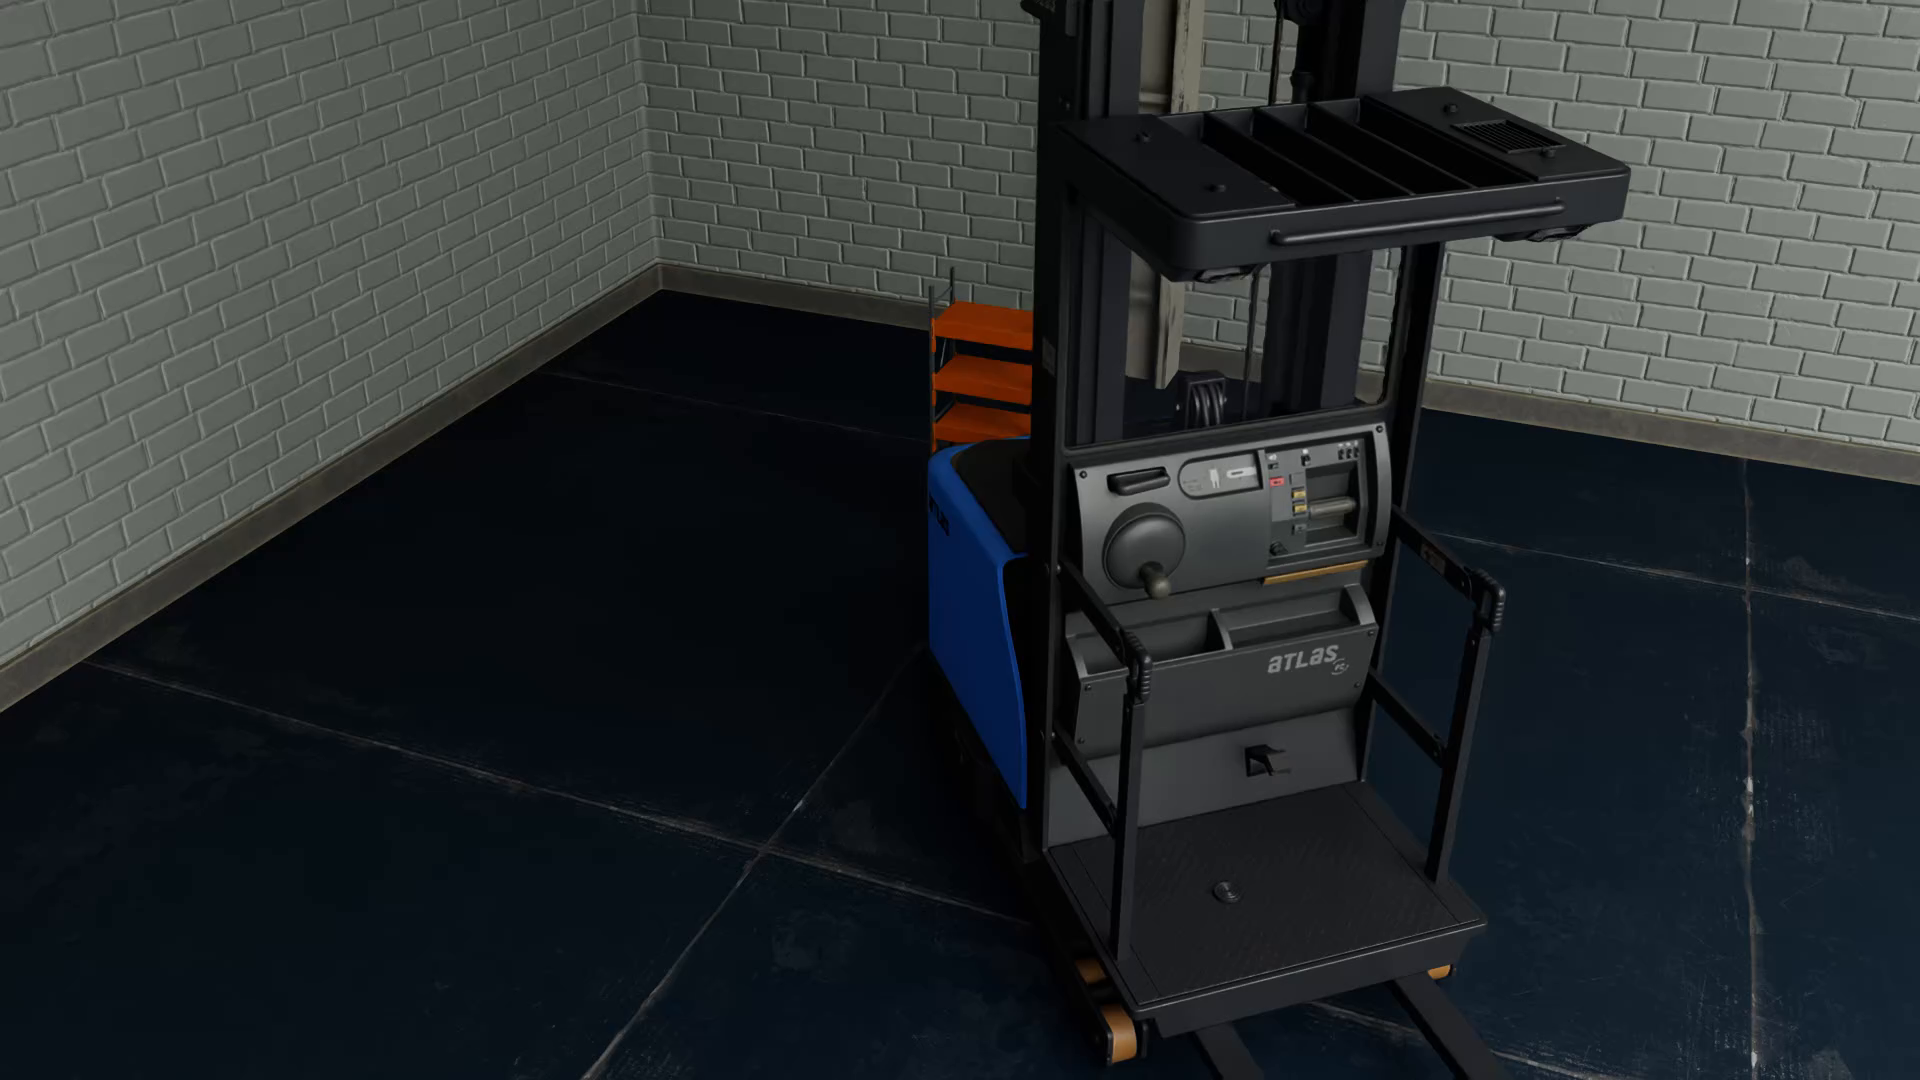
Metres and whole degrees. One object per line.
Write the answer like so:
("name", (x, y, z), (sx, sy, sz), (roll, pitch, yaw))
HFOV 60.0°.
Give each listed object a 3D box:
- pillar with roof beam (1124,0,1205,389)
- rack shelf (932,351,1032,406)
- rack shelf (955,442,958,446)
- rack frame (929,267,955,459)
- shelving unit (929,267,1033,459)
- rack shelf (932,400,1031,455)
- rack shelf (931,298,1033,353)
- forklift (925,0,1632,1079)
("pillar with roof beam", (-0.688, -2.845, 3.139), (0.400, 9.000, 9.100), (11, 31, 19))
("rack shelf", (0.153, -0.628, 6.824), (0.480, 0.148, 0.258), (11, 31, 19))
("rack shelf", (0.153, -0.260, 7.031), (0.480, 0.148, 0.258), (11, 31, 19))
("rack frame", (-0.073, -0.537, 6.980), (0.015, 1.200, 0.240), (11, 31, 19))
("shelving unit", (0.153, -0.492, 6.901), (0.503, 1.200, 0.258), (11, 31, 19))
("rack shelf", (0.153, -0.433, 6.934), (0.480, 0.148, 0.258), (11, 31, 19))
("rack shelf", (0.153, -0.834, 6.707), (0.480, 0.148, 0.258), (11, 31, 19))
("forklift", (0.818, -0.037, 4.337), (1.130, 2.935, 3.031), (-9, 31, -16))
